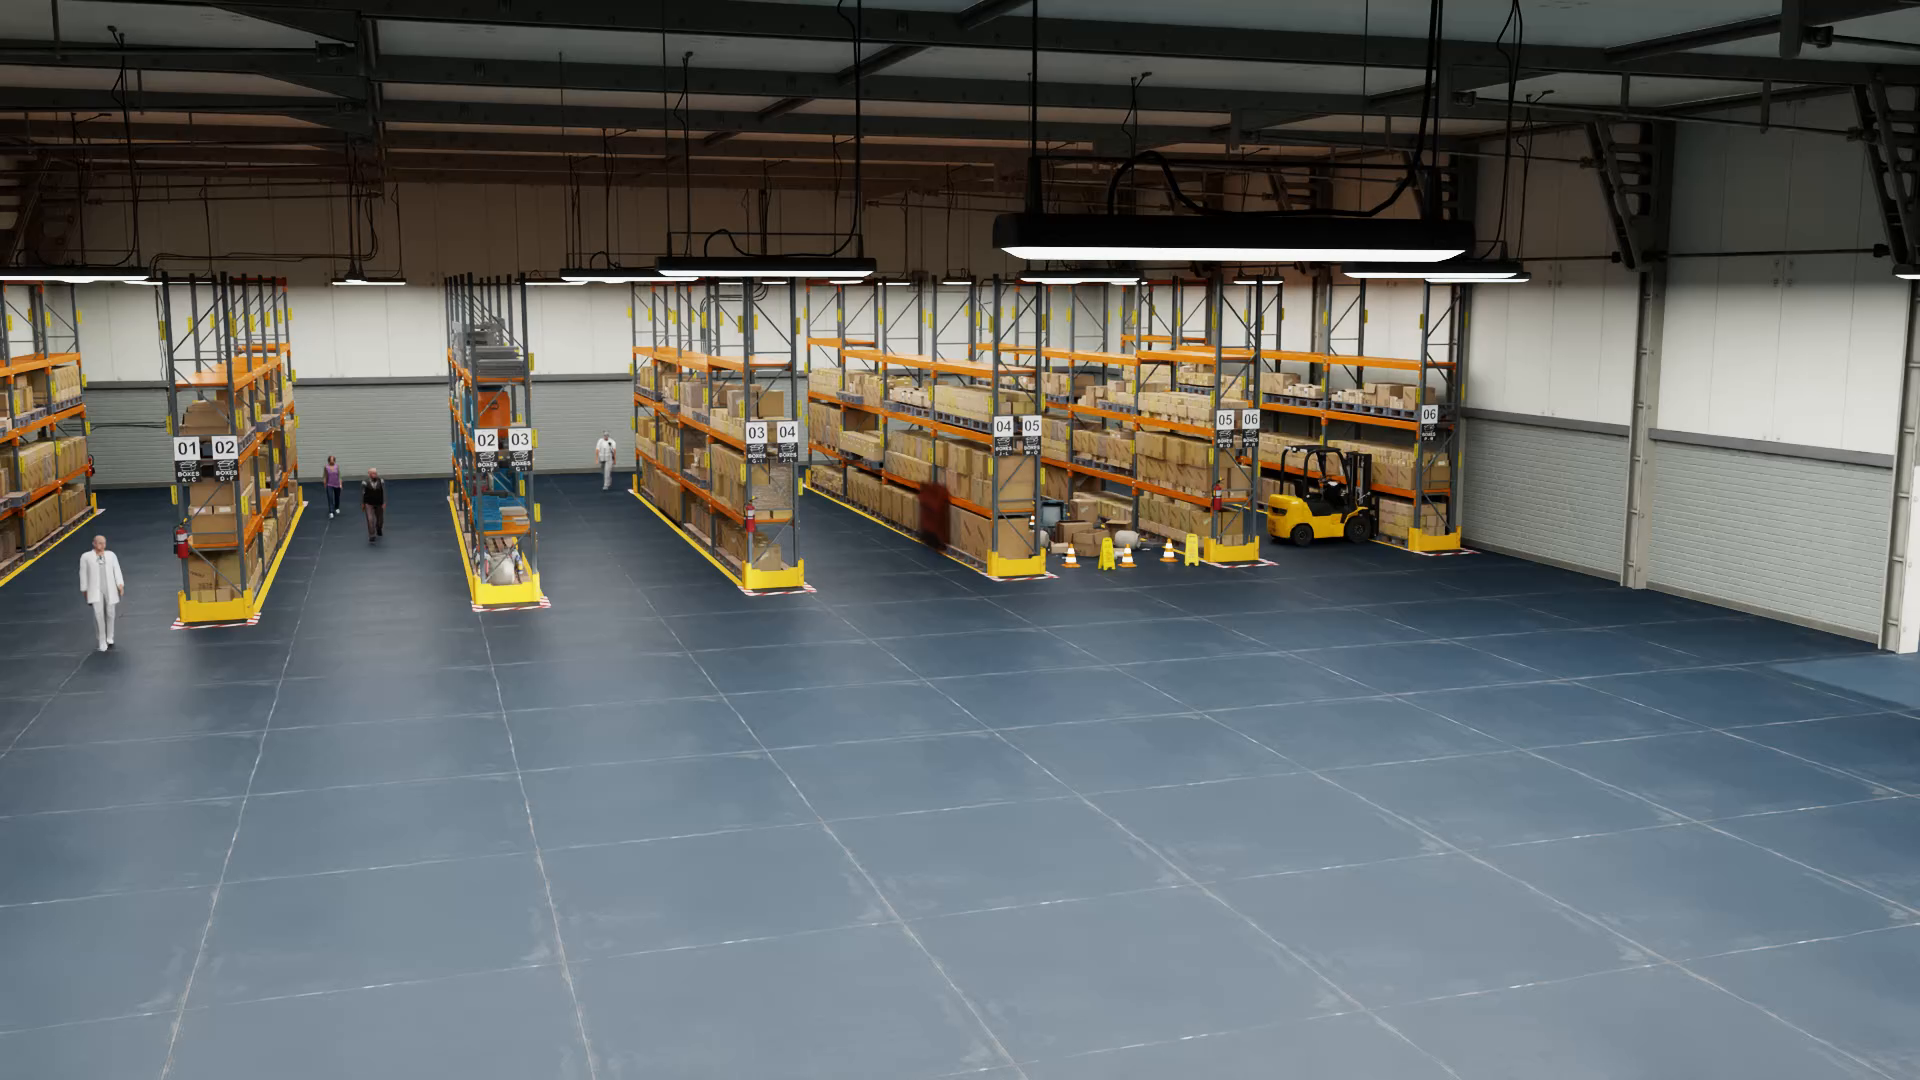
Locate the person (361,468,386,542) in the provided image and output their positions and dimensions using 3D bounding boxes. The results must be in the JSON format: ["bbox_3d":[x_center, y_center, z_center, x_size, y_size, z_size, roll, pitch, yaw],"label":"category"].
[{"bbox_3d":[-13.372,-0.825,37.939,0.548,1.679,0.948,-3,9,-21],"label":"person"}]

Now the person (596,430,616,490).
[{"bbox_3d":[-10.124,-2.314,47.613,0.523,1.699,1.086,1,9,10],"label":"person"}]

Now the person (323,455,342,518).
[{"bbox_3d":[-15.777,-1.363,41.818,0.447,1.540,0.972,-3,9,-20],"label":"person"}]

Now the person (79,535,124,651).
[{"bbox_3d":[-13.757,0.851,26.761,0.593,1.818,0.717,-8,12,-43],"label":"person"}]
